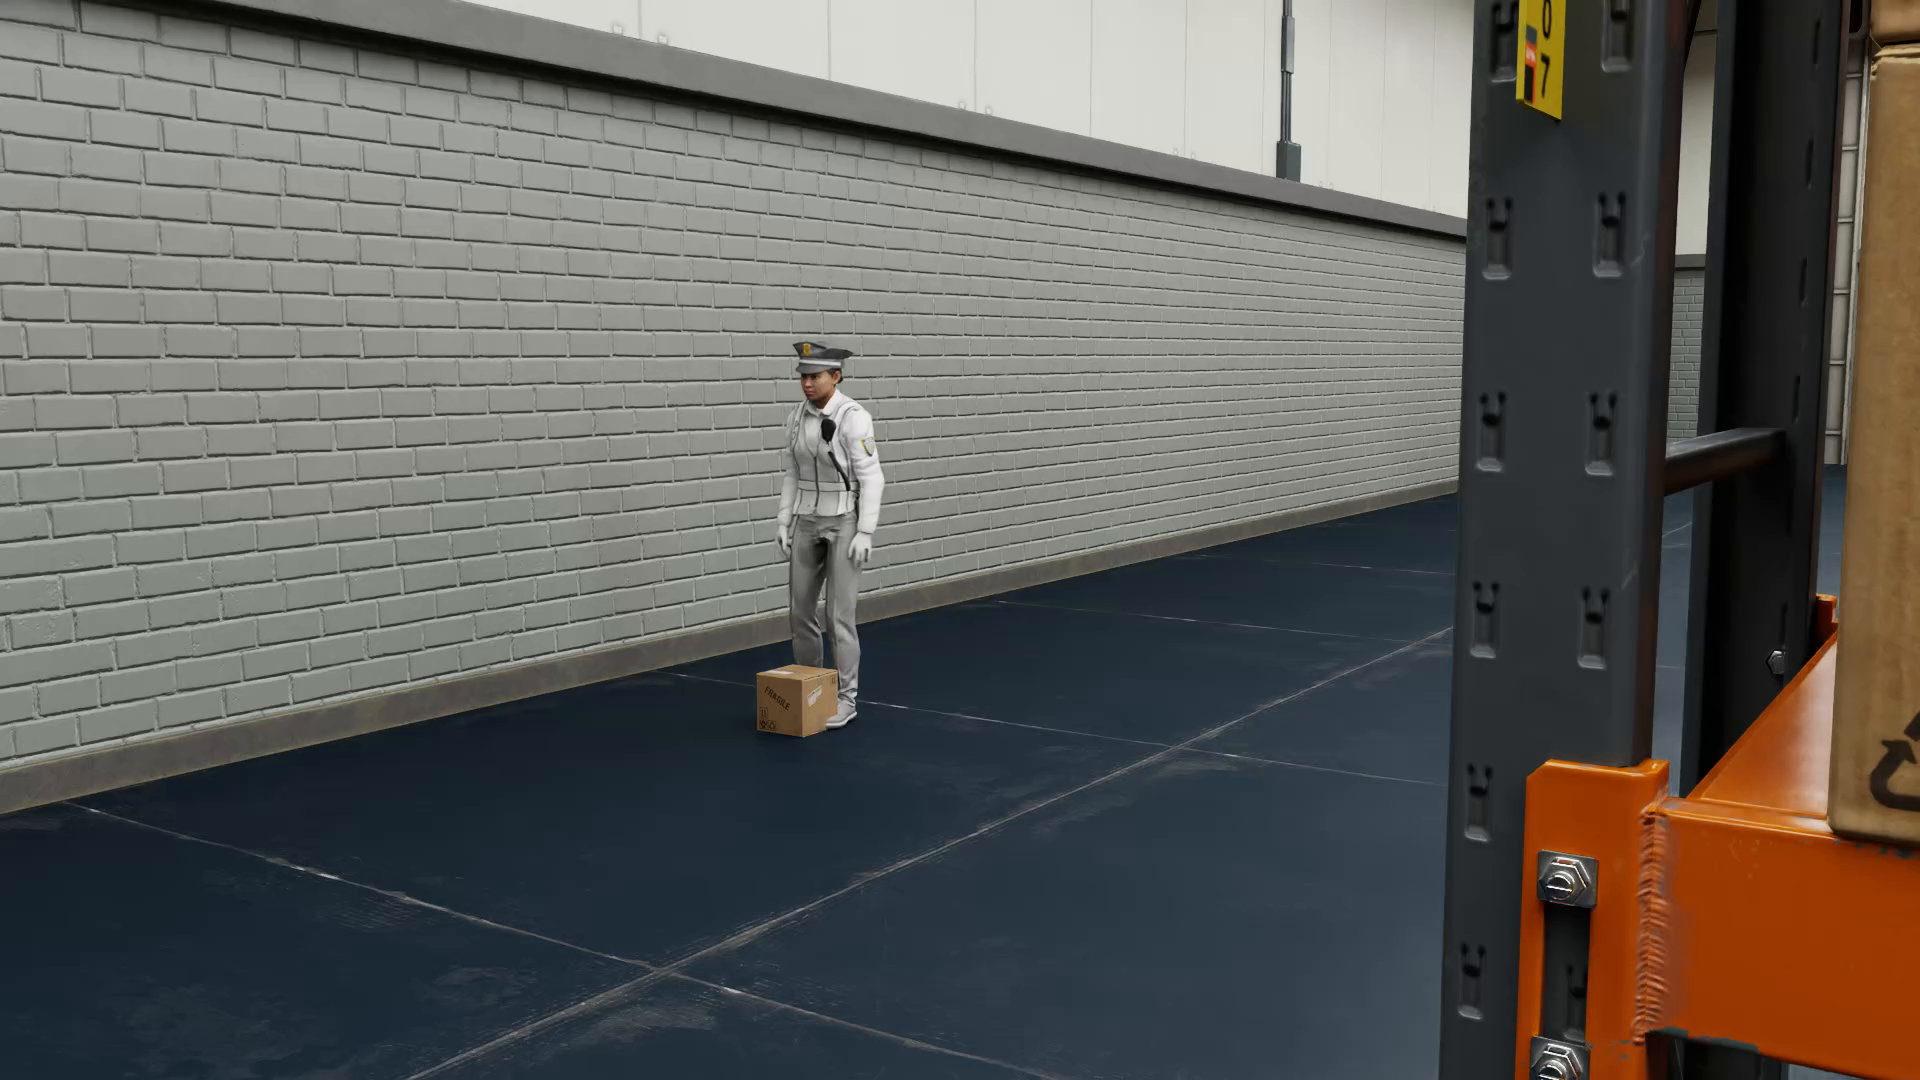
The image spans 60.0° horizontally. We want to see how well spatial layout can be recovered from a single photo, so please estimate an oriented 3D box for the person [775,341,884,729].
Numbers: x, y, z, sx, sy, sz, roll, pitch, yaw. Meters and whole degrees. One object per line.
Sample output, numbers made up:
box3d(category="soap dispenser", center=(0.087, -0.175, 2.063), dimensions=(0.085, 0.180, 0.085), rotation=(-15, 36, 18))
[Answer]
box3d(category="person", center=(-0.586, -0.032, 7.276), dimensions=(0.528, 1.663, 0.403), rotation=(4, 8, 34))
